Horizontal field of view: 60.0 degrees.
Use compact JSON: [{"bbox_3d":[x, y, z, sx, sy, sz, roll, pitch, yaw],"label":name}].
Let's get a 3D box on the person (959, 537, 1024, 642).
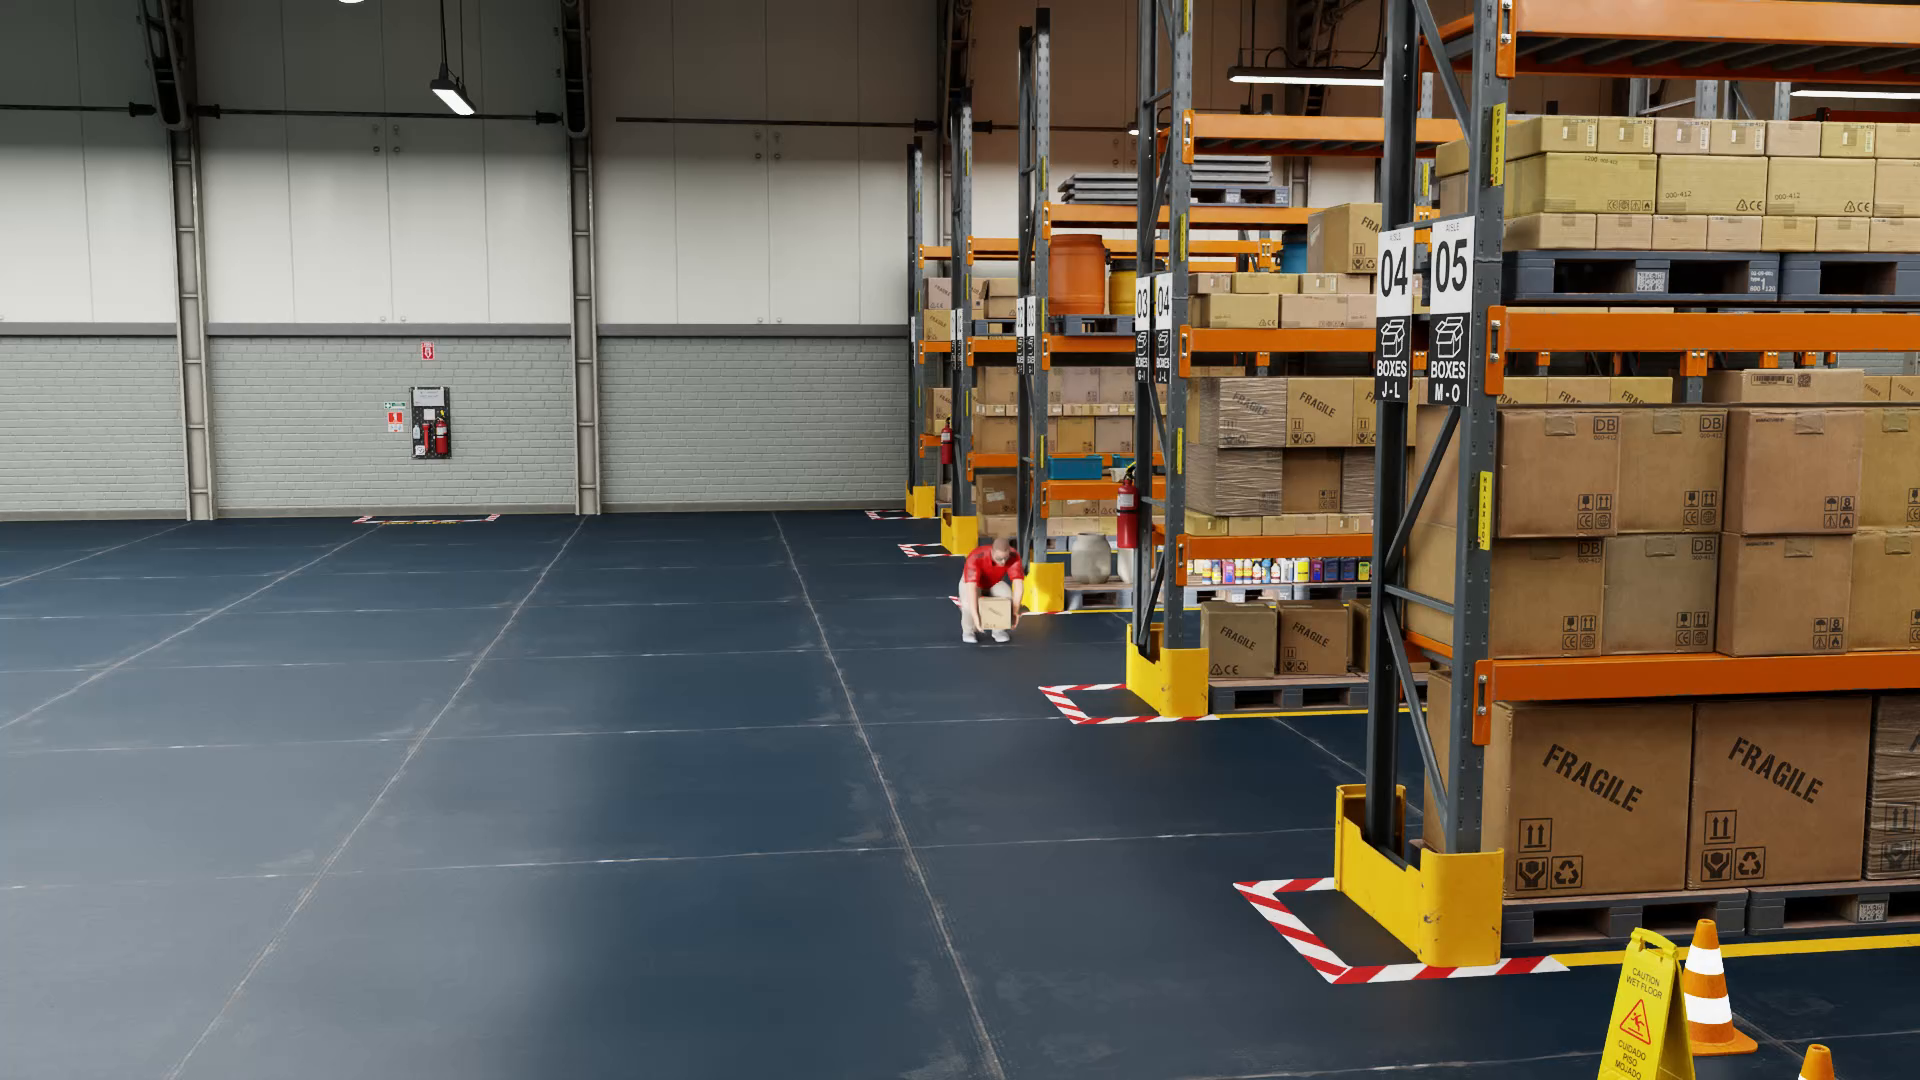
[{"bbox_3d":[0.281,0.441,15.147,0.567,1.002,0.877,-1,7,-9],"label":"person"}]
